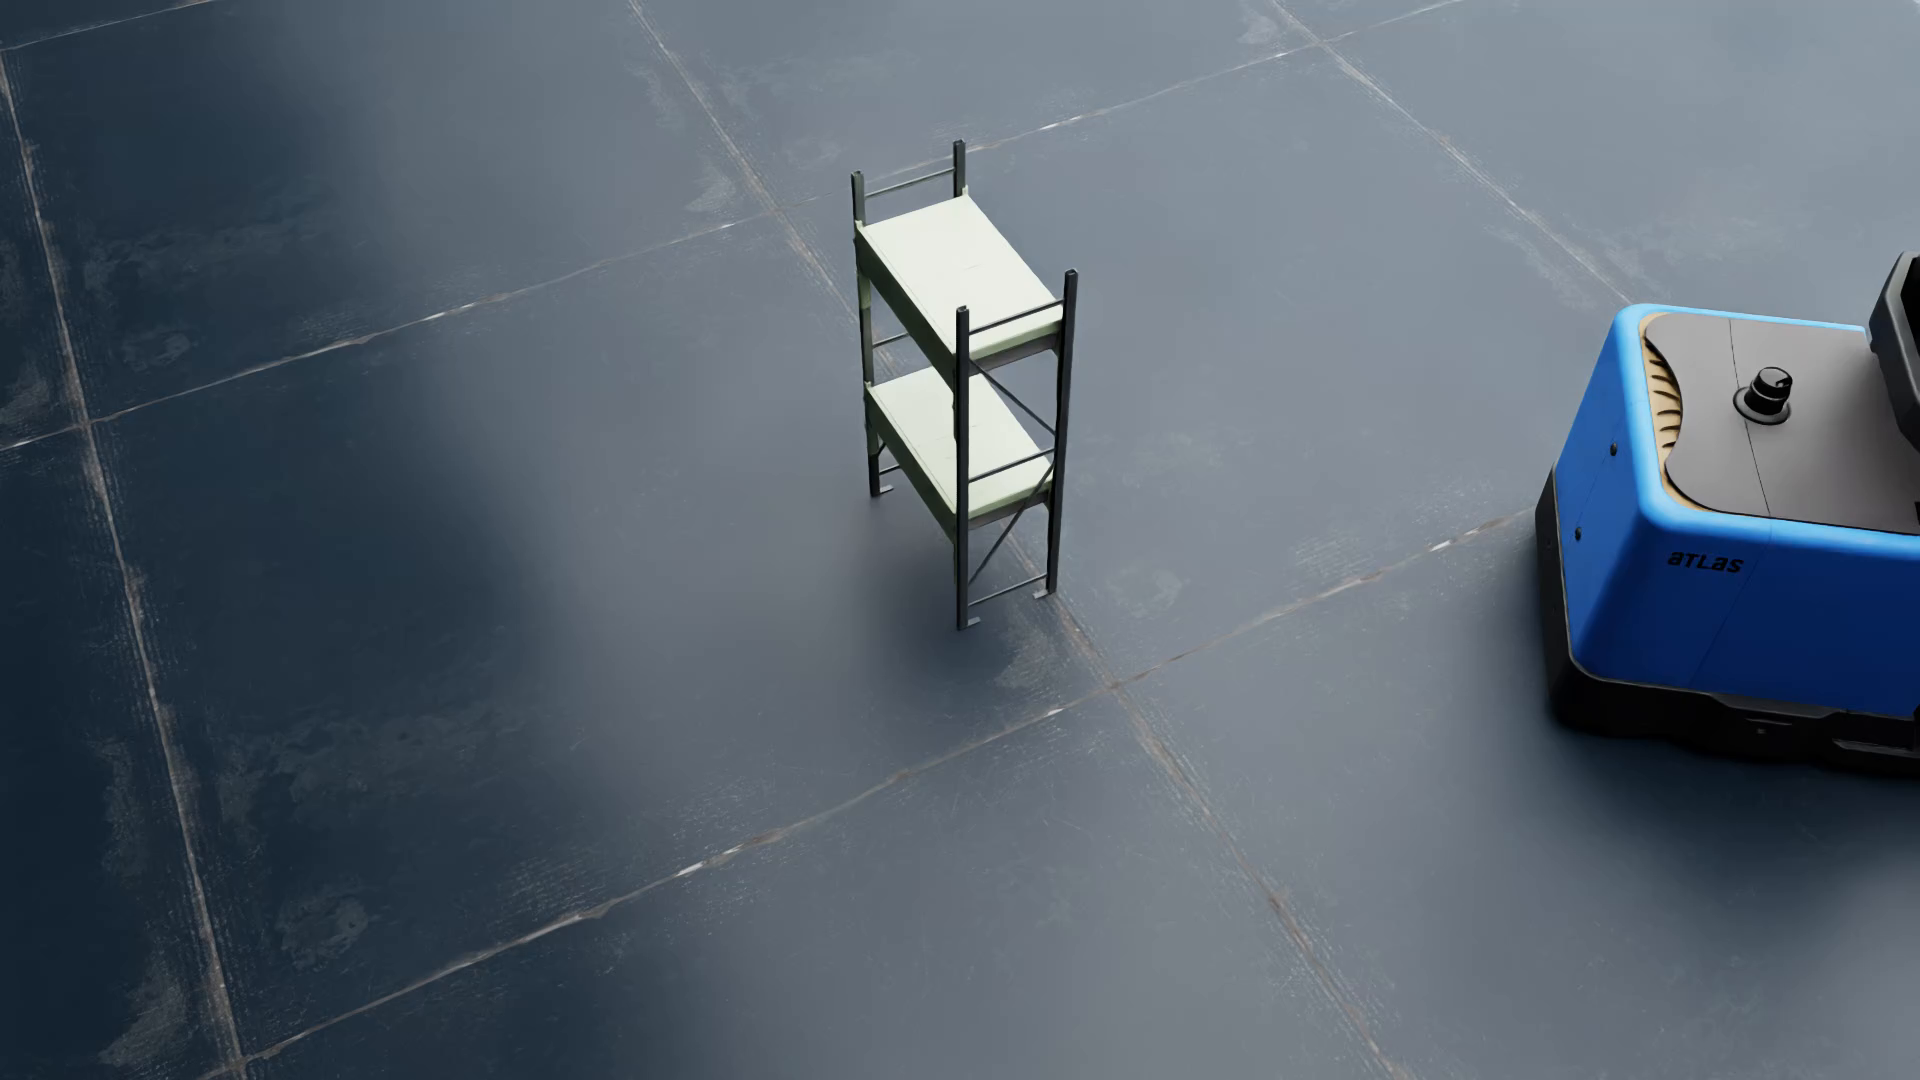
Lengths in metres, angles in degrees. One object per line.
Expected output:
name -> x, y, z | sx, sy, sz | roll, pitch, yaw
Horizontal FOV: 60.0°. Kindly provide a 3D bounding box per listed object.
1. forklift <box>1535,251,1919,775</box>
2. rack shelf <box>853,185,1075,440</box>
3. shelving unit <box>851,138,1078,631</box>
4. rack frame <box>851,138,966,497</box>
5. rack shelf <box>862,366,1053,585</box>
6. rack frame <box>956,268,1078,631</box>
forklift -> 3.581, -0.513, 4.751 | 3.031, 2.935, 1.130 | 7, 49, 6
rack shelf -> 0.003, -0.746, 5.388 | 0.431, 0.370, 0.720 | -21, 52, -18
shelving unit -> 0.003, -0.489, 5.682 | 0.431, 1.500, 0.755 | -21, 52, -18
rack frame -> -0.164, -0.734, 5.896 | 0.400, 1.500, 0.023 | -21, 52, -18
rack shelf -> 0.003, -0.275, 5.927 | 0.431, 0.370, 0.720 | -21, 52, -18
rack frame -> 0.171, -0.244, 5.467 | 0.400, 1.500, 0.023 | -21, 52, -18
